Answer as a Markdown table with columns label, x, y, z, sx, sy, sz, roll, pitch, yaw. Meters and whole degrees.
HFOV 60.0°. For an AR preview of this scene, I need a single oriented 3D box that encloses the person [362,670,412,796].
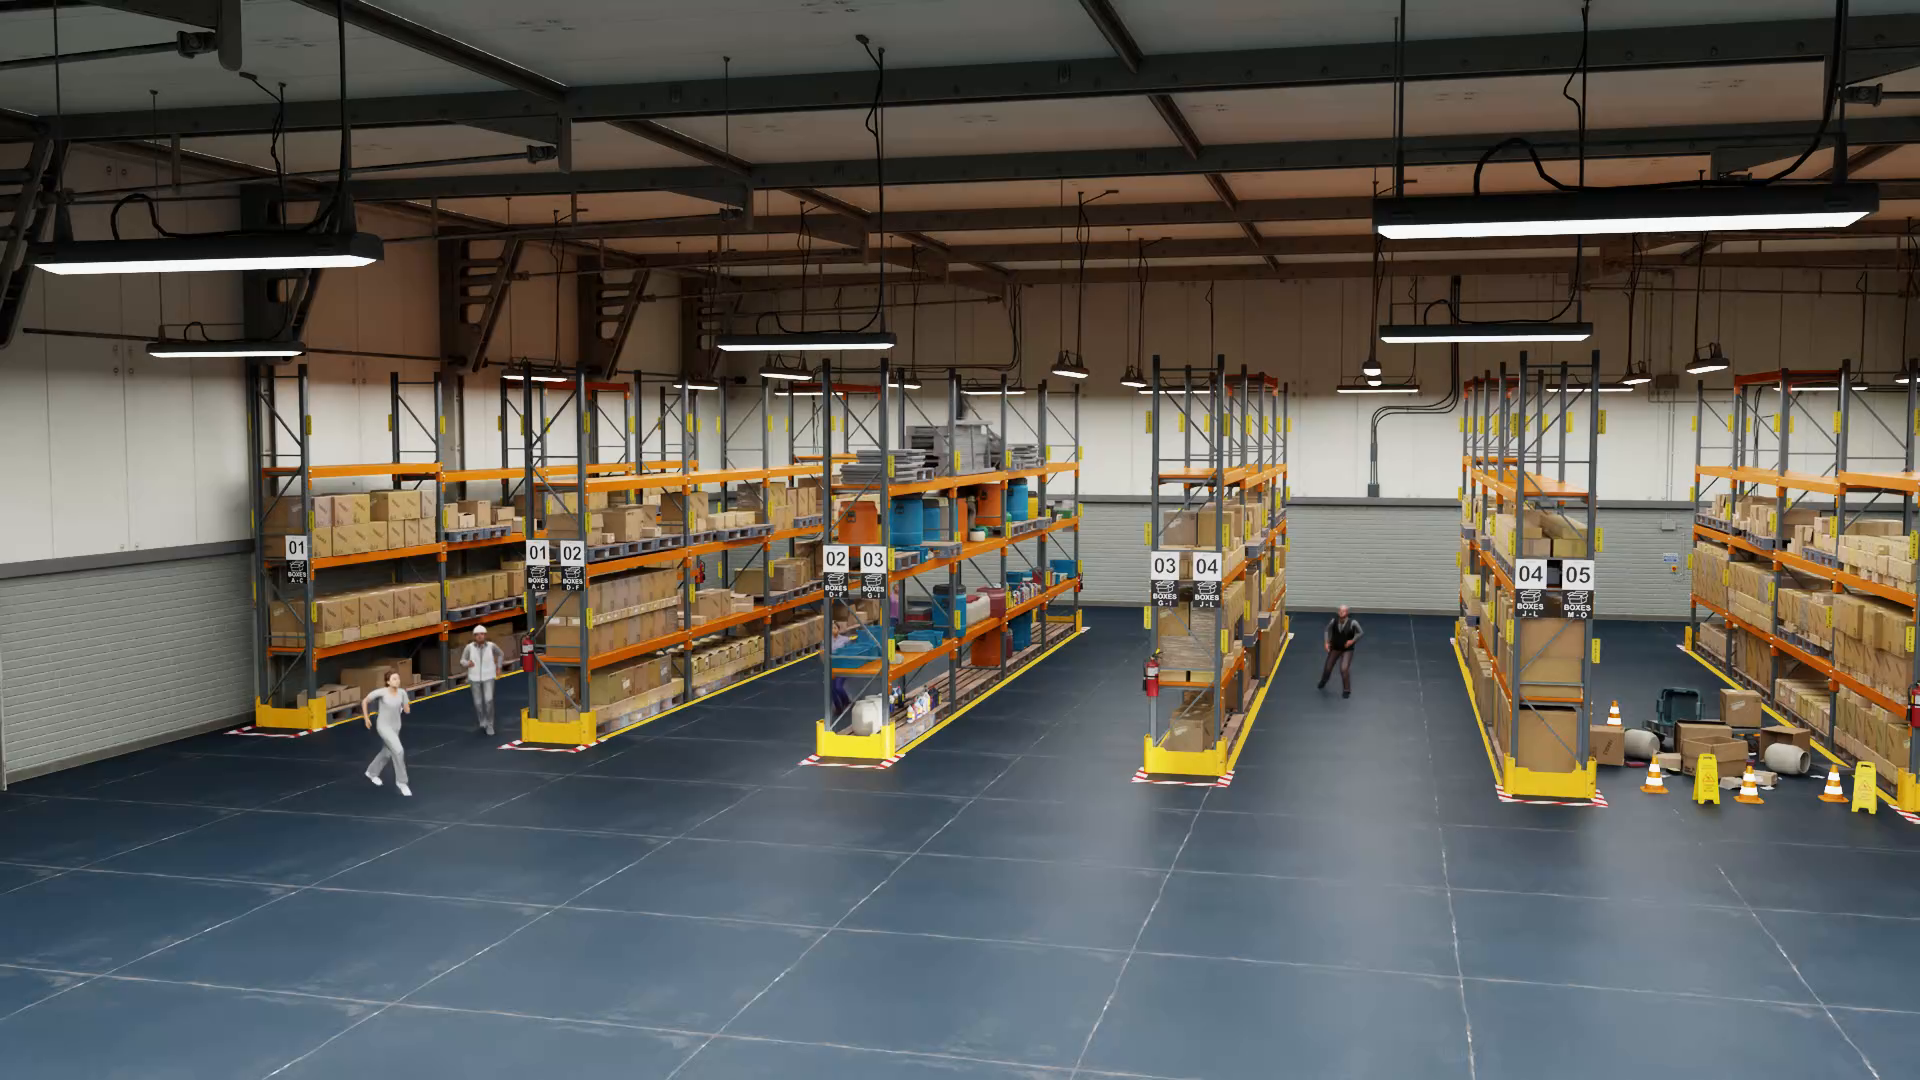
| label | x | y | z | sx | sy | sz | roll | pitch | yaw |
| --- | --- | --- | --- | --- | --- | --- | --- | --- | --- |
| person | -7.814 | 2.612 | 22.687 | 0.905 | 1.703 | 0.587 | 3 | 5 | 34 |

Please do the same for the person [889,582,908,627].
| label | x | y | z | sx | sy | sz | roll | pitch | yaw |
| --- | --- | --- | --- | --- | --- | --- | --- | --- | --- |
| person | -1.386 | 1.708 | 36.149 | 0.506 | 1.592 | 0.662 | 0 | 4 | 0 |

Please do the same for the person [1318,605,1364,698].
| label | x | y | z | sx | sy | sz | roll | pitch | yaw |
| --- | --- | --- | --- | --- | --- | --- | --- | --- | --- |
| person | 7.036 | 2.062 | 30.826 | 0.865 | 1.720 | 0.677 | 2 | 4 | 23 |

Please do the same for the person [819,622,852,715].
| label | x | y | z | sx | sy | sz | roll | pitch | yaw |
| --- | --- | --- | --- | --- | --- | --- | --- | --- | --- |
| person | -2.165 | 2.231 | 28.639 | 0.582 | 1.586 | 0.562 | 1 | 4 | 19 |

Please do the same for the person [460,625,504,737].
| label | x | y | z | sx | sy | sz | roll | pitch | yaw |
| --- | --- | --- | --- | --- | --- | --- | --- | --- | --- |
| person | -7.764 | 2.271 | 27.022 | 0.671 | 1.803 | 0.817 | -1 | 4 | -9 |
